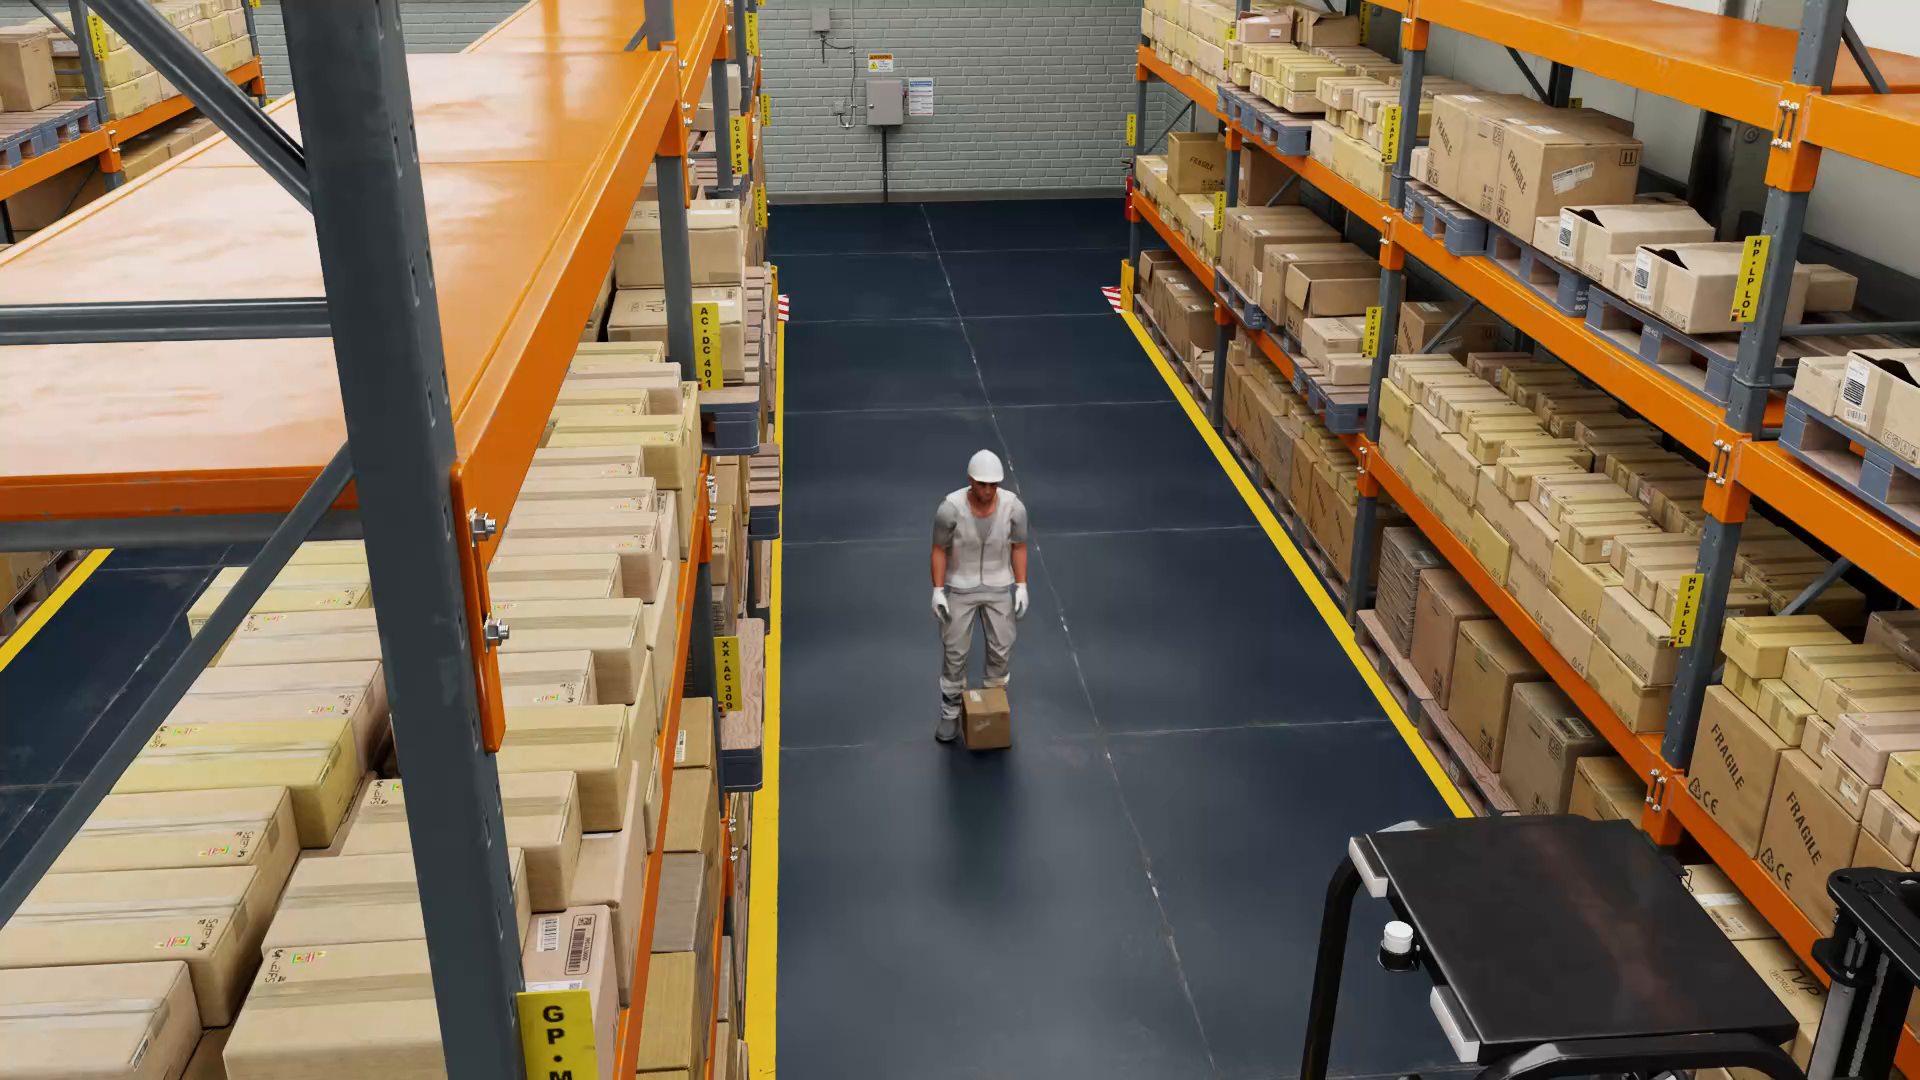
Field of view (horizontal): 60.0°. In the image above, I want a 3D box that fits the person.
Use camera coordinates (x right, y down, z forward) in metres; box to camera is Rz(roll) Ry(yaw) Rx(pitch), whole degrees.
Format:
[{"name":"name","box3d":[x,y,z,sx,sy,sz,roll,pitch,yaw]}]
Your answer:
[{"name":"person","box3d":[0.113,0.307,9.605,0.574,1.781,0.438,-3,24,-7]}]
